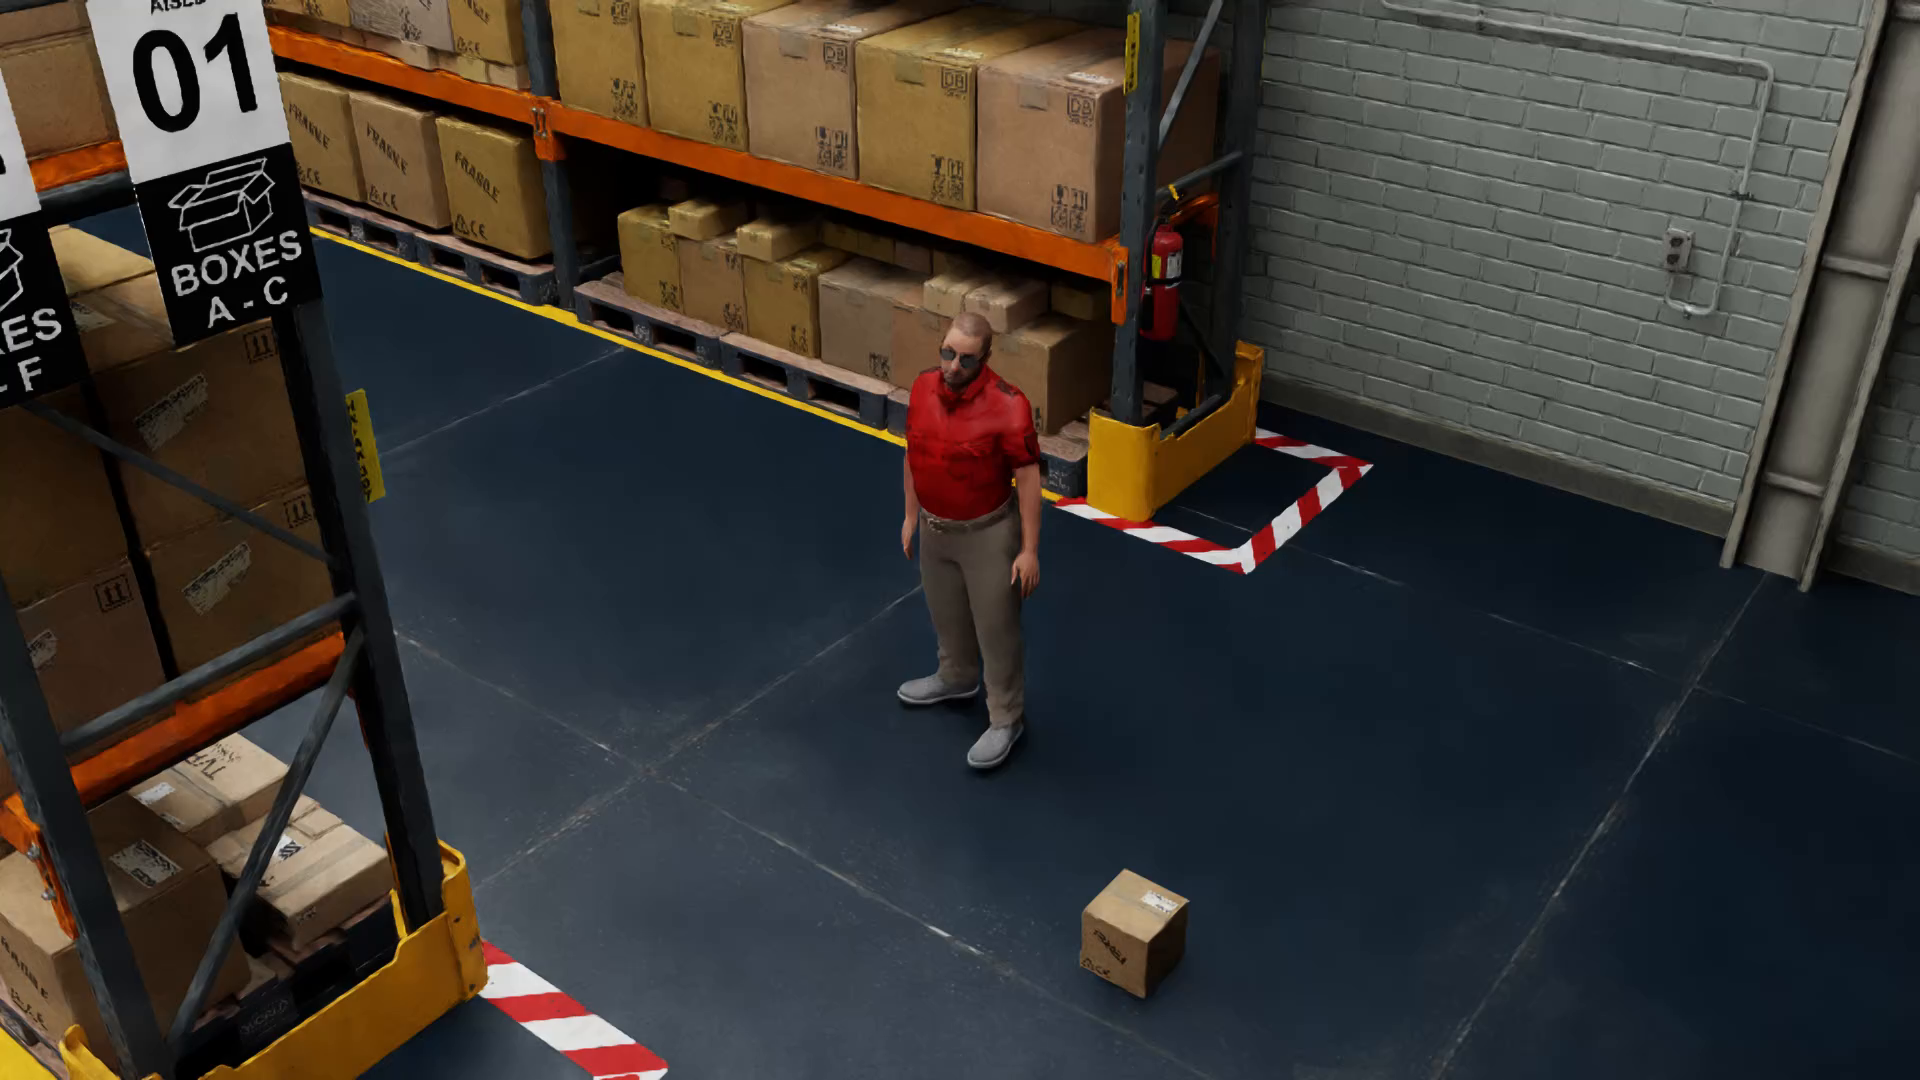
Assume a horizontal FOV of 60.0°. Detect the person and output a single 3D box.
[{"bbox_3d":[0.020,-0.013,6.119,0.678,1.734,0.429,23,38,34],"label":"person"}]
